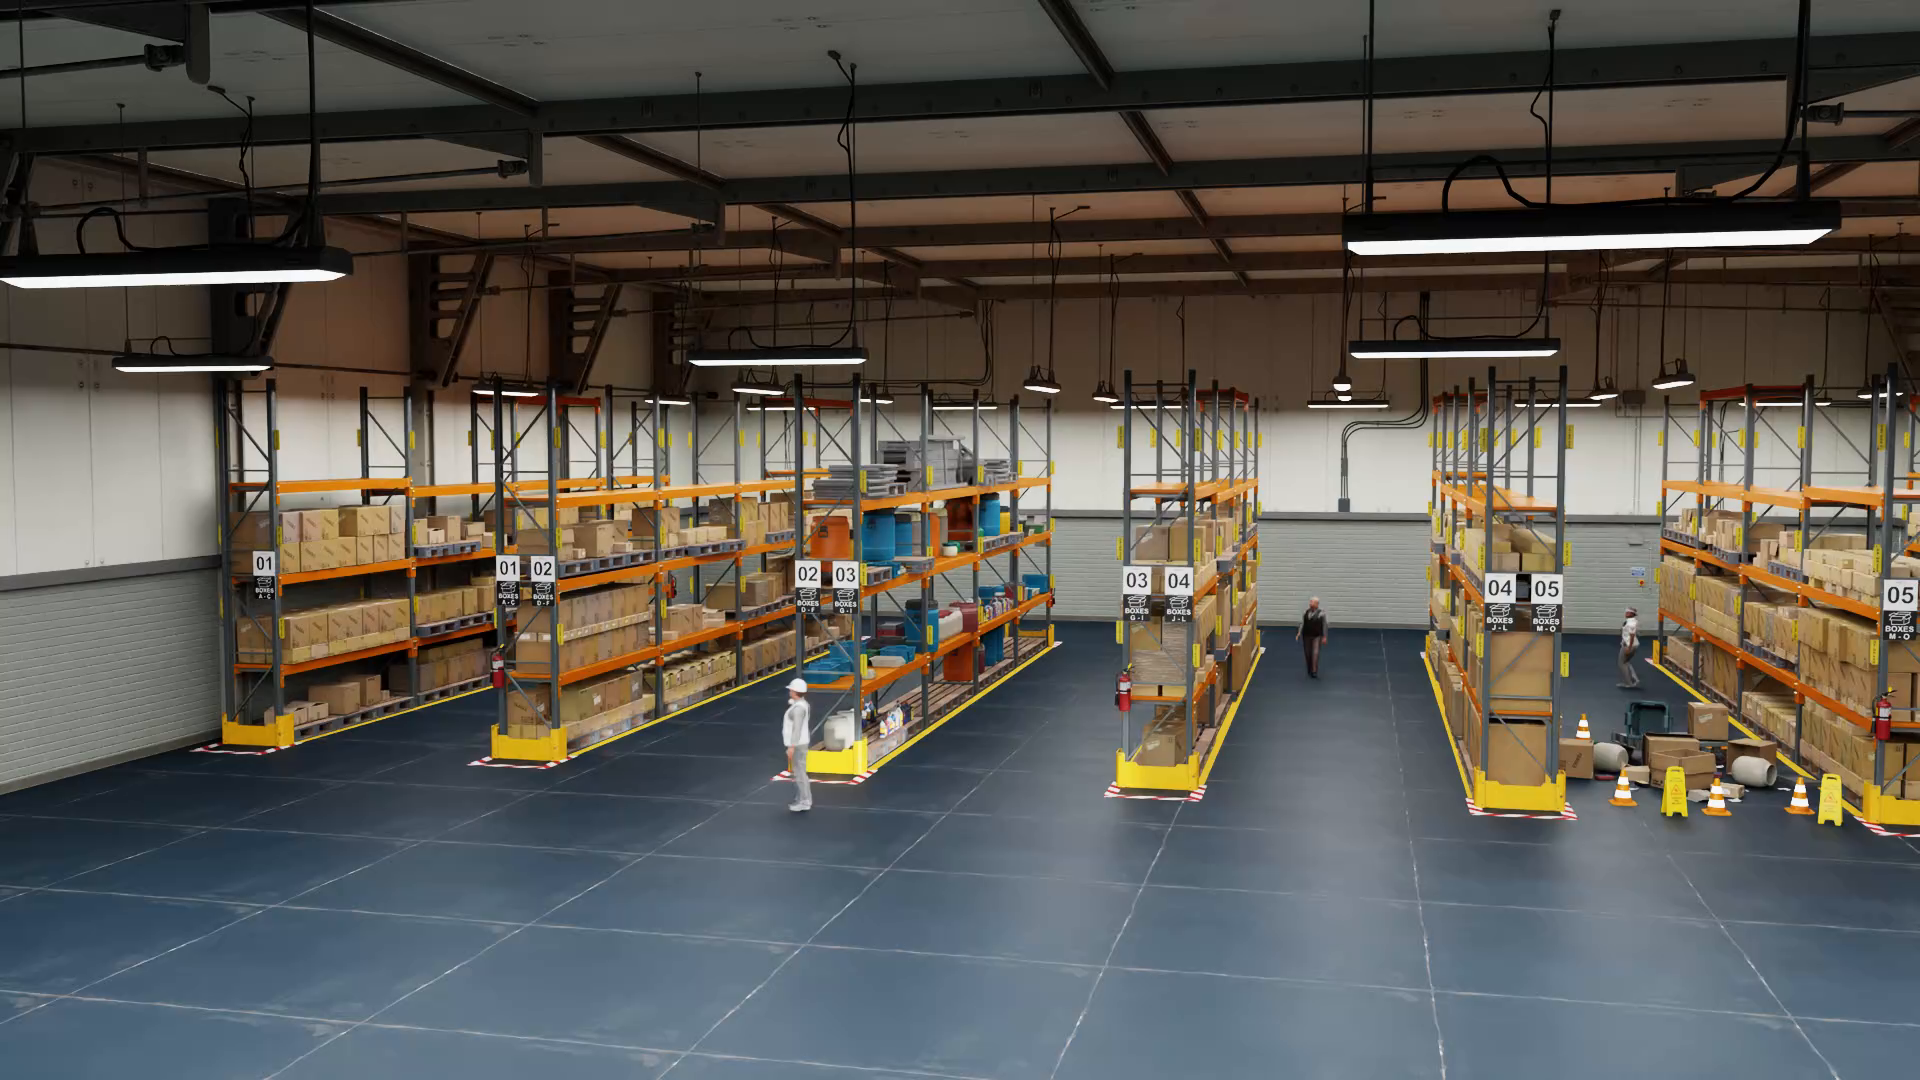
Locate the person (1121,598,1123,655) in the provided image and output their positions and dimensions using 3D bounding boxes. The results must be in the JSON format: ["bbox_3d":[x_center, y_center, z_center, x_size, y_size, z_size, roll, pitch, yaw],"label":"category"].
[{"bbox_3d":[4.058,1.804,39.093,0.598,1.768,0.985,1,4,12],"label":"person"}]

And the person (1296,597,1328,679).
[{"bbox_3d":[7.437,2.056,35.130,0.639,1.684,1.003,1,4,19],"label":"person"}]

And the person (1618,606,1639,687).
[{"bbox_3d":[13.547,2.183,33.734,0.468,1.708,0.414,-3,5,-43],"label":"person"}]

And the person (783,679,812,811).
[{"bbox_3d":[-2.203,2.775,22.480,0.388,1.805,0.578,0,3,-6],"label":"person"}]
